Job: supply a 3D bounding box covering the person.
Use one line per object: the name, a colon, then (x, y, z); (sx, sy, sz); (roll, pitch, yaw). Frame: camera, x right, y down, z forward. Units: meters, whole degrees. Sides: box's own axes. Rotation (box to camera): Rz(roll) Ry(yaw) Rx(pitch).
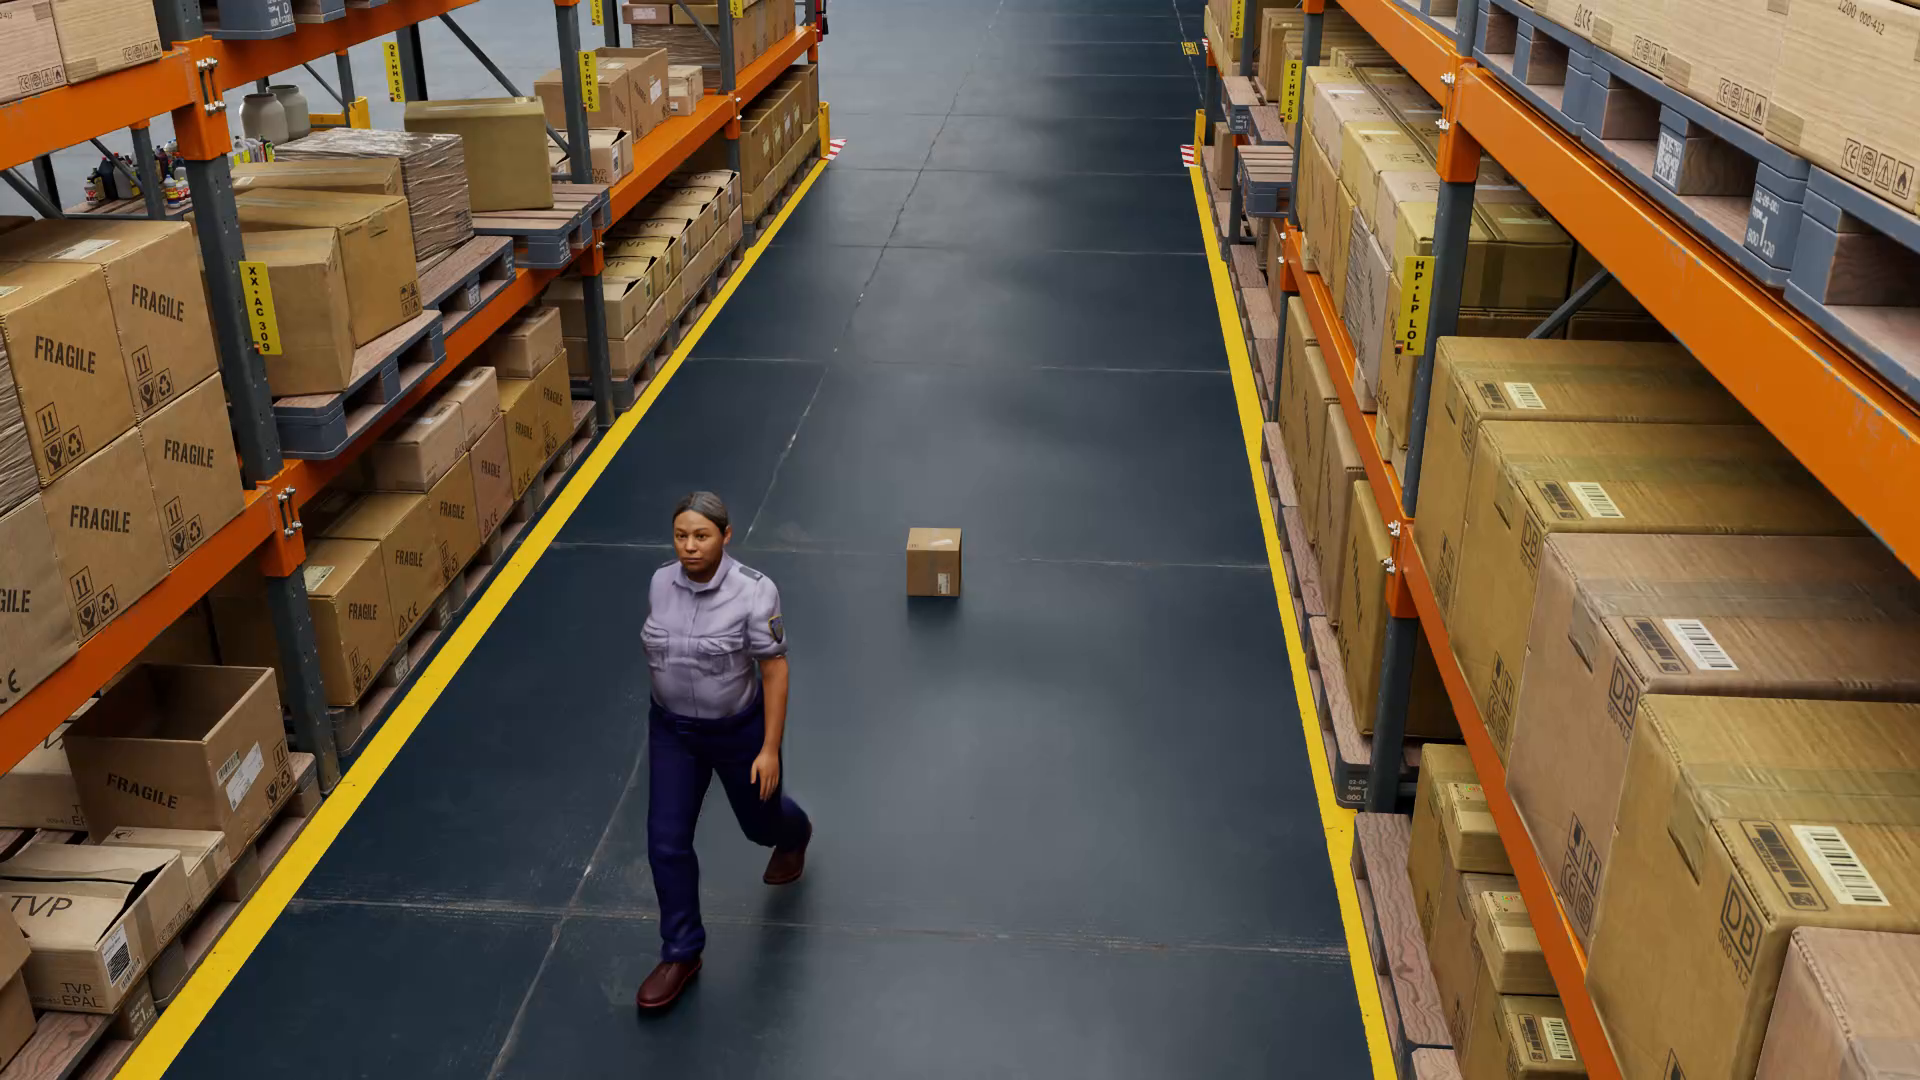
person: (-0.760, 0.599, 5.306); (0.488, 1.600, 0.941); (7, 26, 14)
